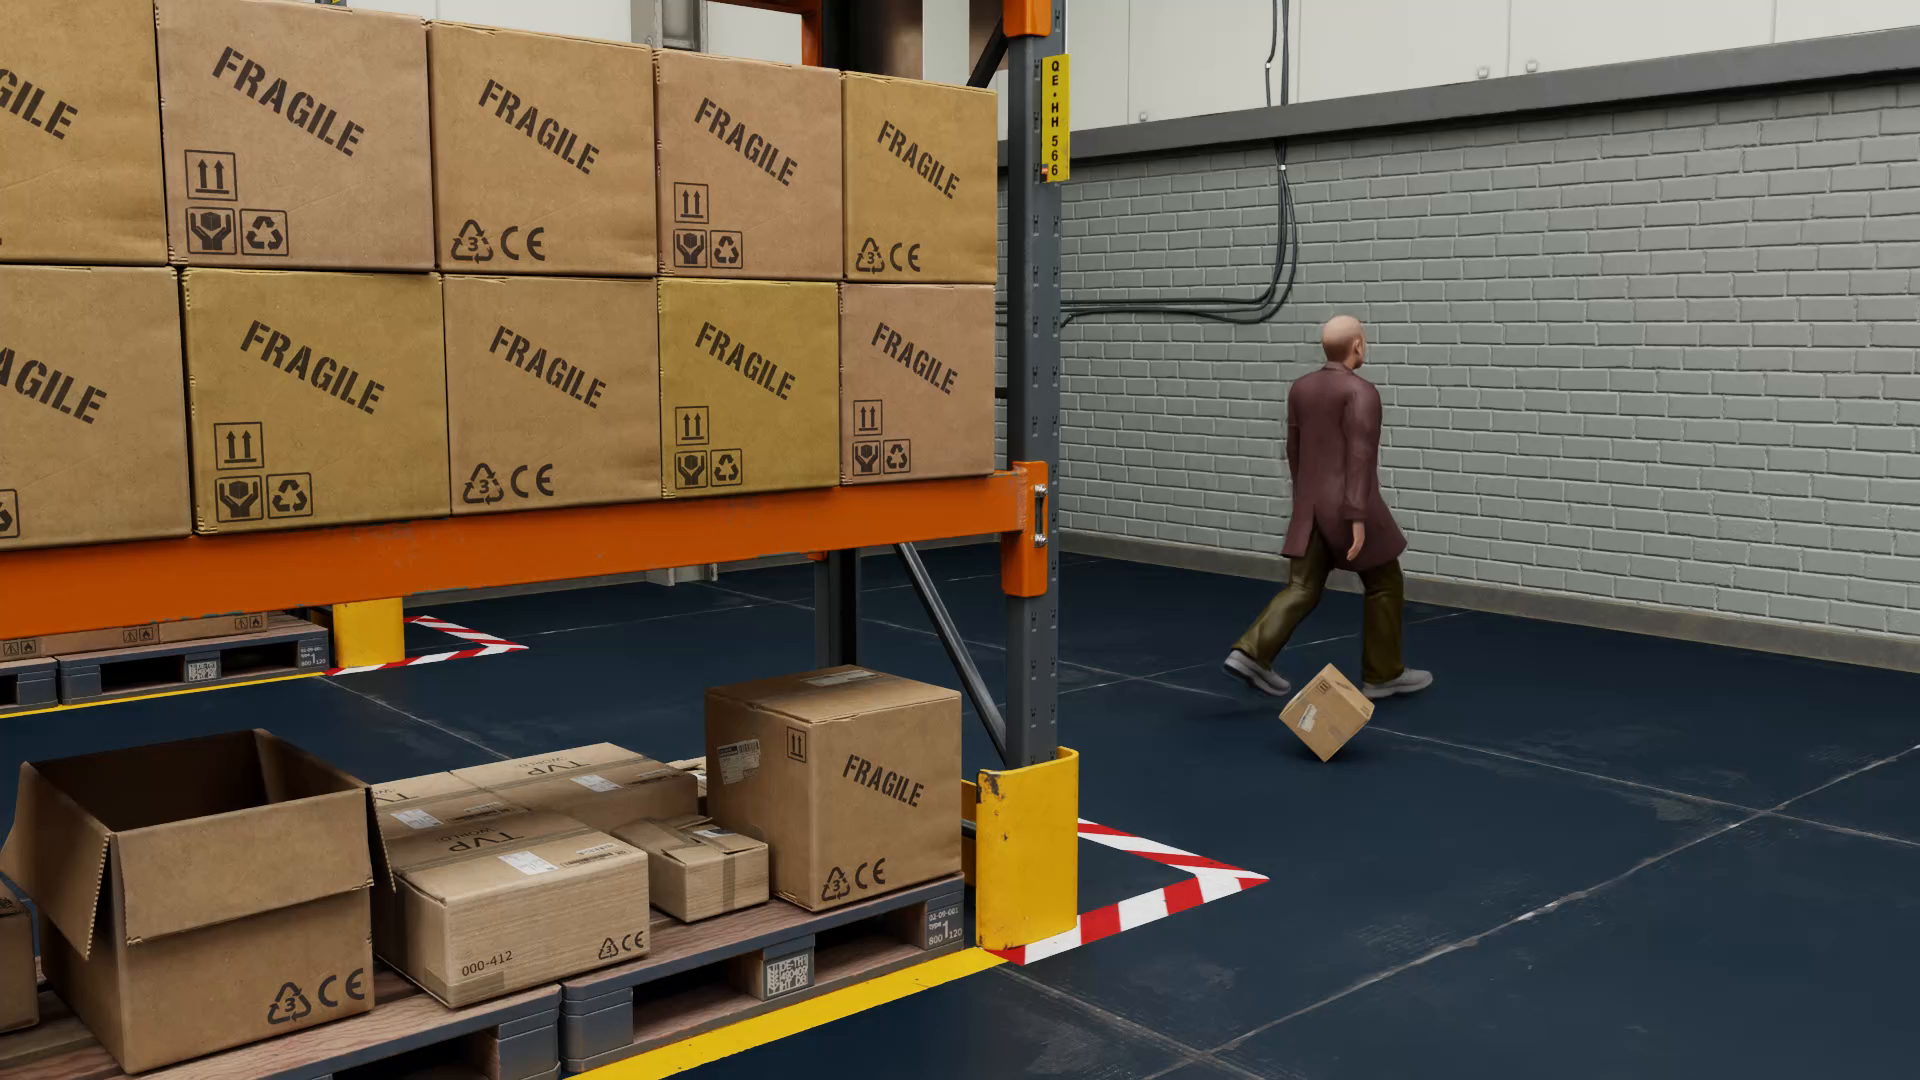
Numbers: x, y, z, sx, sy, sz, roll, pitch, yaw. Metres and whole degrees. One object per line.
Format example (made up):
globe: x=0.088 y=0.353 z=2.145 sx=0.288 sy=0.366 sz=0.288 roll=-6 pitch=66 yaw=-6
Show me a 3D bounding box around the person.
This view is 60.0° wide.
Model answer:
person: x=1.667 y=-0.140 z=7.460 sx=1.070 sy=1.727 sz=0.591 roll=-5 pitch=9 yaw=-34
